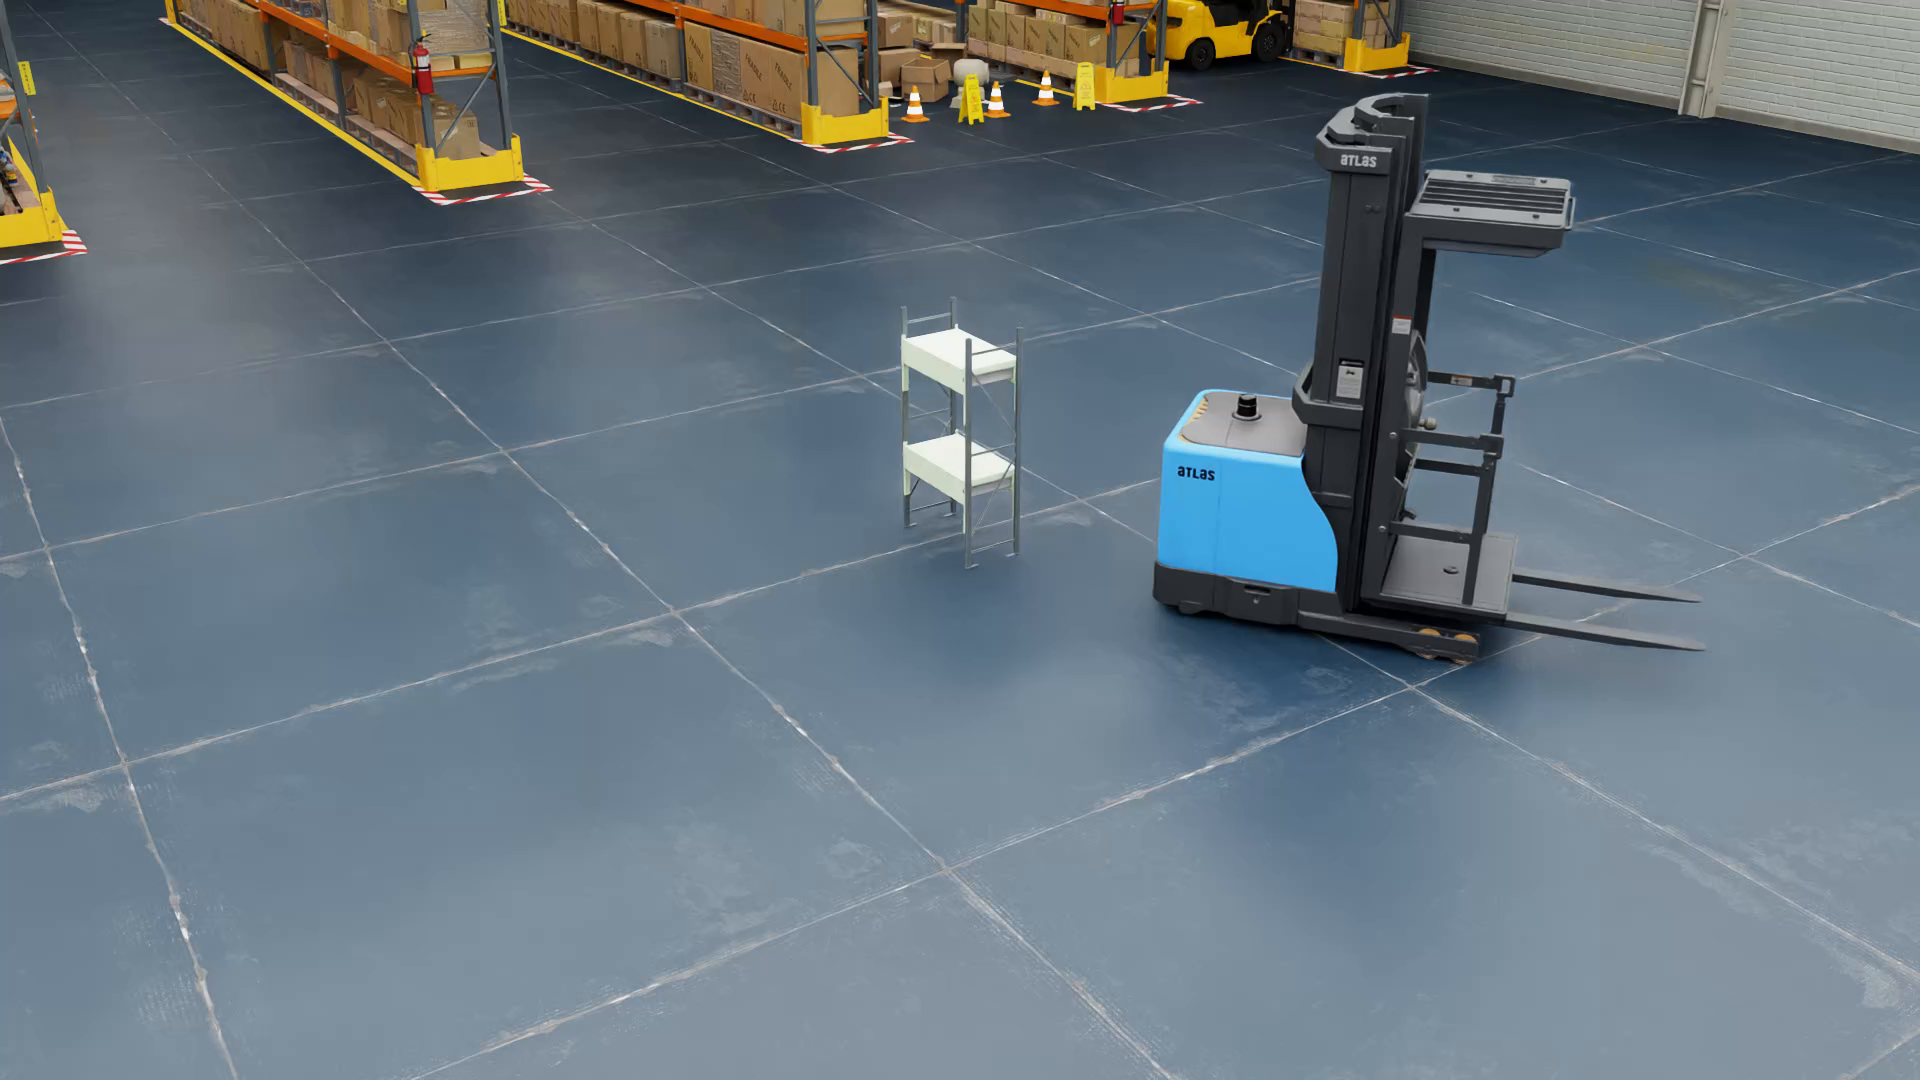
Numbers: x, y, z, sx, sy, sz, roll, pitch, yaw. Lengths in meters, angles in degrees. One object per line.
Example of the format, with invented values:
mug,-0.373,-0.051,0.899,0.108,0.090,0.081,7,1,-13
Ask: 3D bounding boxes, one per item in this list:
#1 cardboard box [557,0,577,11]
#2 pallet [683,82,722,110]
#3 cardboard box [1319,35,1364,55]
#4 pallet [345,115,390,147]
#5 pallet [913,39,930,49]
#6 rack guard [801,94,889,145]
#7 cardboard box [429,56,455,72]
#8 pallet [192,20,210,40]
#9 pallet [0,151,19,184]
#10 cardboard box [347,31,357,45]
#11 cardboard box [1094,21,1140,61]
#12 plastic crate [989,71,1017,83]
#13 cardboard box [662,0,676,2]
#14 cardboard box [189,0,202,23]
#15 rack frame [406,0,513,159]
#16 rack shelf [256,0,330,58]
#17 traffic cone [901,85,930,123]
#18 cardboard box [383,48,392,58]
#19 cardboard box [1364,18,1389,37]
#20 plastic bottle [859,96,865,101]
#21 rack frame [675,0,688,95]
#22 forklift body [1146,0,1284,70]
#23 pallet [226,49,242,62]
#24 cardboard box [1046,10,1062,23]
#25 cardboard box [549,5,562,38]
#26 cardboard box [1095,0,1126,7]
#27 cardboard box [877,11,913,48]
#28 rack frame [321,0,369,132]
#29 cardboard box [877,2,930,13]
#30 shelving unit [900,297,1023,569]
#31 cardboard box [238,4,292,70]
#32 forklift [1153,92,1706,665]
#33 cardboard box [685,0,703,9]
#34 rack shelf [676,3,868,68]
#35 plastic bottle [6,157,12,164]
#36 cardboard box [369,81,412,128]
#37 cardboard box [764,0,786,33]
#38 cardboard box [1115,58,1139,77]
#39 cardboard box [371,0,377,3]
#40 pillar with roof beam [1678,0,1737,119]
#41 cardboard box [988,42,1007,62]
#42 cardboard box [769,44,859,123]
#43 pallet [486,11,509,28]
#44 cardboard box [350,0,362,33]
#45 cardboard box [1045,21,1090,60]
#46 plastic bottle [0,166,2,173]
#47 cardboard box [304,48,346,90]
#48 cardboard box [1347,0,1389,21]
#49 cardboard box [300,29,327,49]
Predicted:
cardboard box,-6.483,-9.126,28.126,0.500,0.250,0.500,-16,30,-31
pallet,-3.356,-6.562,24.403,1.003,0.211,1.213,-16,29,-30
cardboard box,6.205,-8.071,27.063,0.500,0.250,0.500,-15,29,-29
pallet,-7.521,-5.501,22.155,1.003,0.211,1.213,-16,29,-30
pallet,-0.710,-8.757,29.053,1.003,0.211,1.213,-16,29,-30
rack guard,-1.509,-5.544,21.907,1.175,0.500,0.348,-16,29,-30
cardboard box,-6.062,-5.503,19.188,0.380,0.149,0.250,-16,29,-30
pallet,-13.304,-9.321,30.247,1.003,0.211,1.213,-16,29,-30
pallet,-11.735,-4.328,19.672,1.003,0.211,1.213,-16,29,-30
cardboard box,-7.520,-6.371,21.027,0.380,0.149,0.250,-16,29,-30
cardboard box,2.348,-7.519,25.015,0.500,0.500,0.500,-17,30,-31
plastic crate,0.556,-7.230,25.972,0.583,0.080,0.402,18,31,33
cardboard box,-4.215,-8.283,24.665,0.500,0.500,0.500,-16,29,-30
cardboard box,-13.555,-9.979,30.372,0.875,0.875,0.875,-16,29,-30
rack frame,-5.733,-5.563,19.020,1.000,3.000,0.127,-16,29,-30
rack shelf,-9.009,-7.384,23.720,1.077,0.370,4.000,-16,29,-30
traffic cone,-0.623,-6.056,23.037,0.336,0.463,0.334,-16,29,-30
cardboard box,-6.758,-5.946,20.127,0.380,0.149,0.250,-16,29,-30
cardboard box,6.644,-8.420,27.215,0.500,0.250,0.500,-15,29,-29
plastic bottle,-1.531,-6.472,24.388,0.133,0.061,0.283,18,31,33
rack frame,-3.706,-8.113,24.423,1.000,3.000,0.127,-16,29,-30
forklift body,4.163,-8.900,27.083,2.313,2.155,1.214,-16,29,-30
pallet,-11.800,-8.336,28.160,1.003,0.211,1.213,-16,29,-30
cardboard box,1.523,-7.883,25.026,0.380,0.149,0.250,-15,29,-29
cardboard box,-6.748,-8.965,28.662,0.500,0.500,0.500,-14,29,-28
cardboard box,2.186,-7.843,24.144,0.380,0.149,0.250,-14,29,-28
cardboard box,-1.089,-8.089,26.413,0.500,0.500,0.500,-16,29,-30
rack frame,-7.917,-6.994,22.051,1.000,3.000,0.127,-16,29,-30
cardboard box,-1.088,-9.269,29.457,0.950,0.372,0.625,-16,30,-31
shelving unit,0.004,-0.676,10.425,0.431,1.500,0.755,-16,29,-30
cardboard box,-10.460,-7.905,25.978,1.225,0.875,0.875,-17,30,-32
forklift,2.718,-0.887,9.195,3.031,2.935,1.130,9,27,18
cardboard box,-3.495,-8.052,24.117,0.875,0.550,0.550,-16,29,-30
rack shelf,-2.614,-7.073,23.061,1.077,0.370,4.000,-16,29,-30
plastic bottle,-10.720,-4.185,18.769,0.061,0.283,0.133,-15,29,-29
cardboard box,-7.413,-5.698,21.742,0.500,0.500,0.500,-6,26,-13
cardboard box,-2.081,-7.064,22.025,0.875,0.550,0.550,-16,29,-30
cardboard box,2.361,-7.172,25.157,0.500,0.250,0.500,-16,30,-30
cardboard box,-6.789,-6.691,19.773,0.500,0.500,0.500,-16,29,-30
pillar with roof beam,6.770,-9.053,19.386,9.100,9.000,0.400,-16,29,-30
cardboard box,0.783,-7.787,26.461,0.500,0.250,0.500,-14,29,-27
cardboard box,-1.948,-6.139,22.237,0.875,0.875,0.875,-15,29,-29
pallet,-8.469,-9.946,31.571,1.003,0.211,1.213,-16,29,-30
cardboard box,-7.122,-6.655,20.869,0.875,0.500,0.500,-16,29,-30
cardboard box,1.626,-7.570,25.121,0.500,0.500,0.500,-14,29,-28
plastic bottle,-11.020,-4.331,19.172,0.097,0.201,0.097,0,25,0
cardboard box,-9.089,-6.861,24.183,0.700,0.500,0.500,-13,28,-25
cardboard box,6.623,-8.645,27.107,0.500,0.250,0.500,-16,30,-30
cardboard box,-9.412,-7.412,24.471,0.500,0.250,0.500,-12,28,-24
